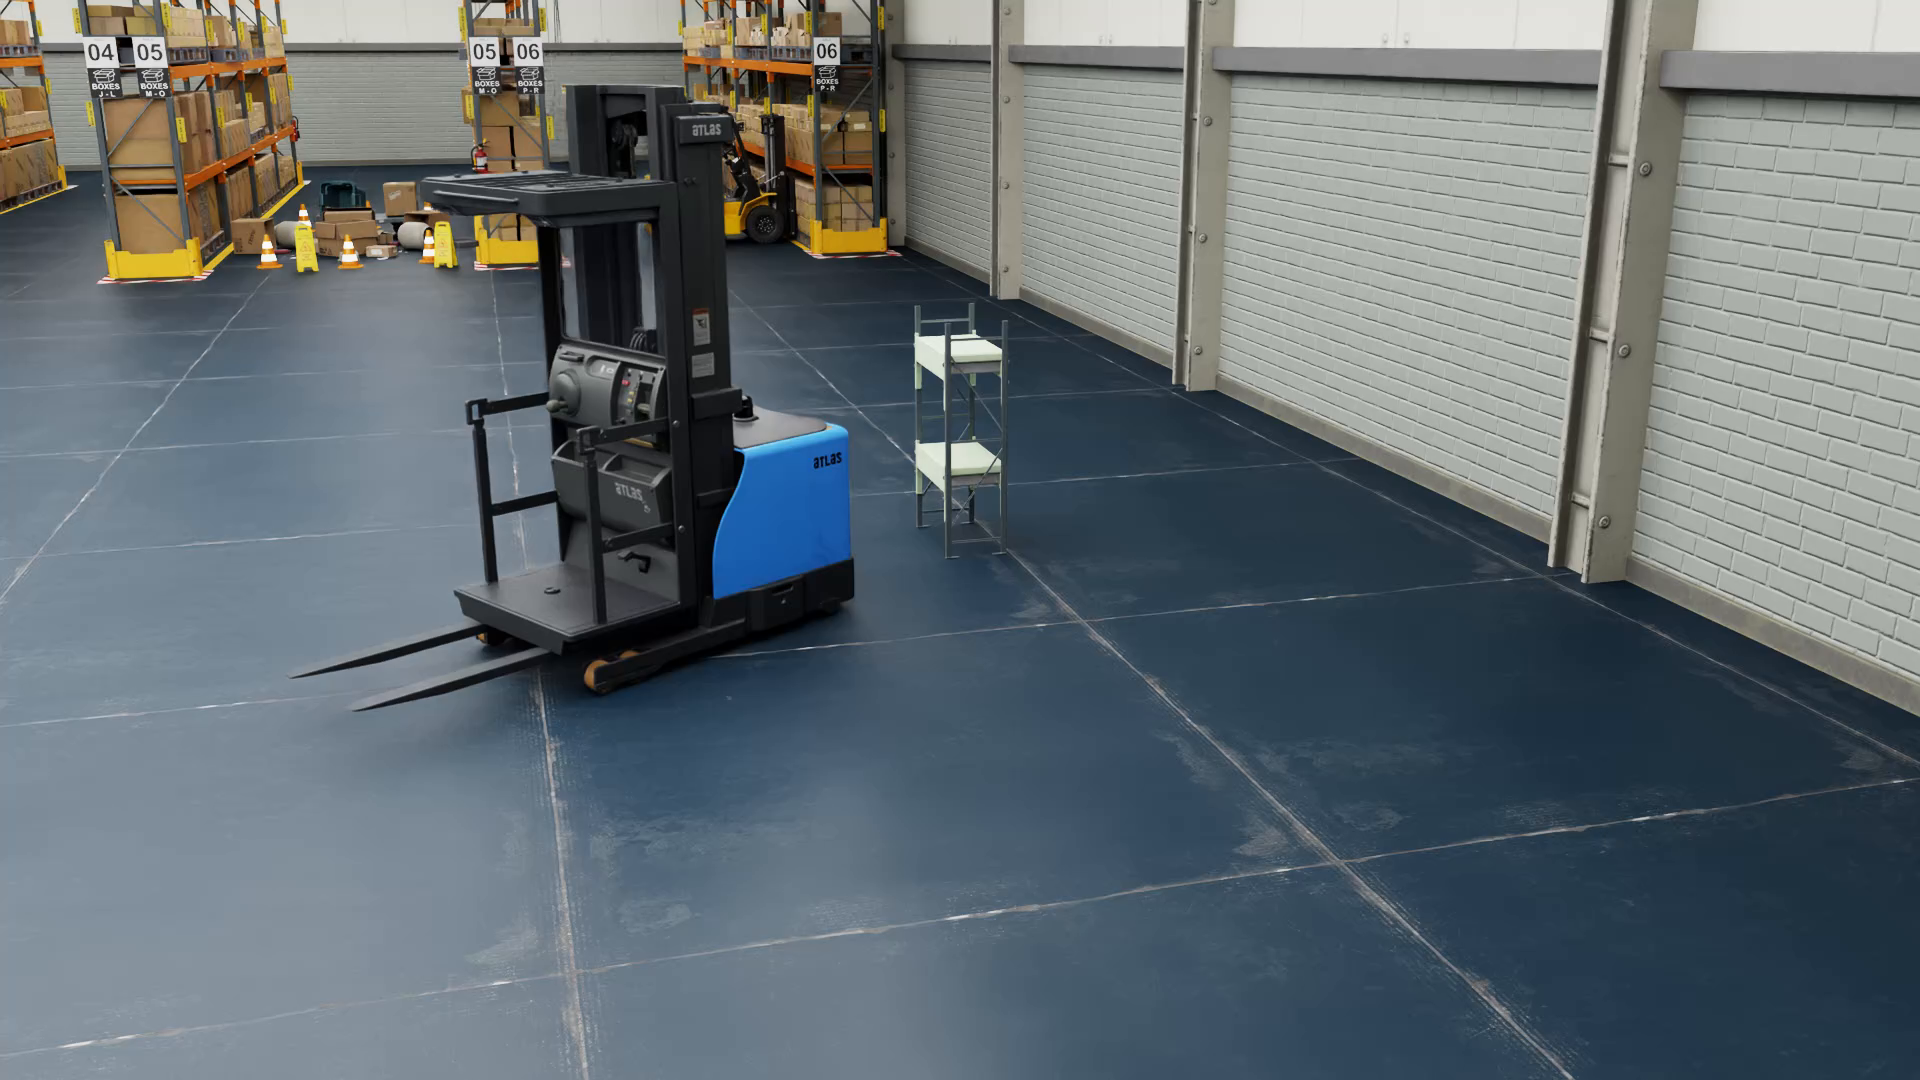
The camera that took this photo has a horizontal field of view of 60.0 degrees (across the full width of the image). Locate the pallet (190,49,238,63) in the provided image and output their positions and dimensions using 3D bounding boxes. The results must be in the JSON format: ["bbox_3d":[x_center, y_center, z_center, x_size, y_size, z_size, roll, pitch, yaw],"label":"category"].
[{"bbox_3d":[-12.901,-8.217,28.209,1.003,0.211,1.213,-4,17,-13],"label":"pallet"}]

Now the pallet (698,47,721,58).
[{"bbox_3d":[-4.923,-10.434,35.587,1.213,0.211,1.003,-5,17,-15],"label":"pallet"}]

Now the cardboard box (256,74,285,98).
[{"bbox_3d":[-14.982,-9.846,36.088,0.500,0.500,0.500,-4,17,-12],"label":"cardboard box"}]

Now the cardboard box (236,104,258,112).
[{"bbox_3d":[-13.960,-8.444,32.522,0.380,0.149,0.250,-5,18,-17],"label":"cardboard box"}]

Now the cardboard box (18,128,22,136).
[{"bbox_3d":[-19.315,-8.302,33.814,0.380,0.149,0.250,-5,17,-17],"label":"cardboard box"}]

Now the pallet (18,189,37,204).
[{"bbox_3d":[-19.469,-6.978,33.814,1.003,0.211,1.213,-5,17,-15],"label":"pallet"}]

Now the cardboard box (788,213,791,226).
[{"bbox_3d":[-2.591,-5.363,27.641,0.500,0.250,0.500,-4,17,-13],"label":"cardboard box"}]

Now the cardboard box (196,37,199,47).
[{"bbox_3d":[-11.720,-7.526,25.111,0.380,0.149,0.250,-5,17,-15],"label":"cardboard box"}]

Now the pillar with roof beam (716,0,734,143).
[{"bbox_3d":[-10.148,-13.730,41.018,9.100,9.000,0.400,-5,17,-15],"label":"pillar with roof beam"}]

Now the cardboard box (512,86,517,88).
[{"bbox_3d":[-8.608,-8.456,31.977,0.500,0.500,0.500,-5,18,-17],"label":"cardboard box"}]

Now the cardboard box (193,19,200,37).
[{"bbox_3d":[-11.819,-7.748,25.159,0.500,0.250,0.500,-5,17,-15],"label":"cardboard box"}]

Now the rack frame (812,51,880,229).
[{"bbox_3d":[-1.737,-5.954,25.560,1.000,3.000,0.127,-5,17,-15],"label":"rack frame"}]

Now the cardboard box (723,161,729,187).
[{"bbox_3d":[-4.693,-7.697,34.977,0.500,0.500,0.500,-5,18,-17],"label":"cardboard box"}]

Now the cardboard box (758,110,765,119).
[{"bbox_3d":[-3.448,-7.700,30.071,0.380,0.149,0.250,-5,18,-17],"label":"cardboard box"}]

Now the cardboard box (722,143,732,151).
[{"bbox_3d":[-5.075,-8.542,36.146,0.380,0.149,0.250,-6,18,-18],"label":"cardboard box"}]

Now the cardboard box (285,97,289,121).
[{"bbox_3d":[-15.130,-9.511,36.709,0.500,0.500,0.500,-5,17,-16],"label":"cardboard box"}]

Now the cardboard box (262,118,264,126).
[{"bbox_3d":[-14.166,-8.376,33.328,0.380,0.149,0.250,-5,17,-15],"label":"cardboard box"}]

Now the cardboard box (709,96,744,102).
[{"bbox_3d":[-4.975,-9.228,35.554,0.700,0.500,0.500,-5,17,-15],"label":"cardboard box"}]

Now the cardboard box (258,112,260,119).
[{"bbox_3d":[-14.020,-8.373,32.801,0.380,0.149,0.250,-5,18,-17],"label":"cardboard box"}]

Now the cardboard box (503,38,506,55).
[{"bbox_3d":[-6.685,-7.509,25.266,0.500,0.250,0.500,-4,17,-14],"label":"cardboard box"}]

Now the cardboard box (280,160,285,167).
[{"bbox_3d":[-14.838,-8.127,35.986,0.380,0.149,0.250,-5,17,-15],"label":"cardboard box"}]

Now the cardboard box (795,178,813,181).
[{"bbox_3d":[-2.590,-5.840,27.493,0.500,0.250,0.500,-5,17,-16],"label":"cardboard box"}]

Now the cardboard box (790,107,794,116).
[{"bbox_3d":[-2.604,-7.100,27.556,0.380,0.149,0.250,-5,17,-15],"label":"cardboard box"}]

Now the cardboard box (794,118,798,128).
[{"bbox_3d":[-2.478,-6.739,26.873,0.380,0.149,0.250,-5,17,-15],"label":"cardboard box"}]

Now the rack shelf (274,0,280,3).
[{"bbox_3d":[-15.088,-11.541,34.987,1.077,0.370,4.000,-5,17,-15],"label":"rack shelf"}]

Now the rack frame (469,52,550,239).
[{"bbox_3d":[-6.509,-5.561,24.250,1.000,3.000,0.127,-5,17,-15],"label":"rack frame"}]

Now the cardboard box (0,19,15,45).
[{"bbox_3d":[-19.758,-10.347,33.891,0.700,0.500,0.500,-4,17,-13],"label":"cardboard box"}]

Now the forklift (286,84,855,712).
[{"bbox_3d":[-1.981,-0.795,8.505,1.130,2.935,3.031,15,22,41],"label":"forklift"}]

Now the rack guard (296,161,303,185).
[{"bbox_3d":[-15.616,-8.349,37.878,1.175,0.500,0.348,-5,17,-15],"label":"rack guard"}]

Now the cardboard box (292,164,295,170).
[{"bbox_3d":[-15.218,-8.422,37.484,0.380,0.149,0.250,-5,17,-17],"label":"cardboard box"}]

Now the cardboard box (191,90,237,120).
[{"bbox_3d":[-13.325,-7.756,29.647,0.700,0.500,0.500,-5,17,-16],"label":"cardboard box"}]

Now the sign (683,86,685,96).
[{"bbox_3d":[-6.656,-10.752,40.026,0.100,0.325,0.005,-5,17,-15],"label":"sign"}]

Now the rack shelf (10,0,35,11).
[{"bbox_3d":[-19.884,-10.987,33.832,1.077,0.370,4.000,-5,17,-15],"label":"rack shelf"}]

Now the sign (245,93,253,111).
[{"bbox_3d":[-12.906,-7.954,30.204,0.100,0.325,0.005,-5,17,-15],"label":"sign"}]

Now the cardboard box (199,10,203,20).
[{"bbox_3d":[-11.932,-8.119,25.700,0.380,0.149,0.250,-5,17,-16],"label":"cardboard box"}]

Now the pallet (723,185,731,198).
[{"bbox_3d":[-4.436,-7.378,35.147,1.003,0.211,1.213,-5,17,-15],"label":"pallet"}]

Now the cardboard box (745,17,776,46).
[{"bbox_3d":[-3.691,-9.399,30.738,0.500,0.500,0.500,-4,17,-14],"label":"cardboard box"}]

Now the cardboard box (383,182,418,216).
[{"bbox_3d":[-9.311,-5.684,27.688,0.500,0.500,0.500,-5,17,-15],"label":"cardboard box"}]

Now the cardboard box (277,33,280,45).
[{"bbox_3d":[-15.124,-10.923,36.278,0.500,0.250,0.500,-5,17,-17],"label":"cardboard box"}]

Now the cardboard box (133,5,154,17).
[{"bbox_3d":[-11.026,-7.206,22.660,0.380,0.149,0.250,-5,17,-15],"label":"cardboard box"}]

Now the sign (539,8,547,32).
[{"bbox_3d":[-5.987,-7.459,23.836,0.100,0.325,0.005,-5,17,-15],"label":"sign"}]

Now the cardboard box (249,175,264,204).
[{"bbox_3d":[-13.388,-6.574,31.239,0.500,0.500,0.500,-5,18,-18],"label":"cardboard box"}]

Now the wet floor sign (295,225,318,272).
[{"bbox_3d":[-9.328,-4.162,23.687,0.267,0.644,0.232,-8,18,-25],"label":"wet floor sign"}]

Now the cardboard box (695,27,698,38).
[{"bbox_3d":[-5.684,-11.421,37.421,0.500,0.250,0.500,-4,17,-14],"label":"cardboard box"}]

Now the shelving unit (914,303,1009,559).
[{"bbox_3d":[0.002,-0.716,10.730,0.431,1.500,0.755,-5,17,-15],"label":"shelving unit"}]

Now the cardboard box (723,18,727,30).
[{"bbox_3d":[-4.885,-11.100,35.774,0.396,0.266,0.258,-5,17,-16],"label":"cardboard box"}]

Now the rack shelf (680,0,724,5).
[{"bbox_3d":[-5.584,-12.354,37.693,1.077,0.370,4.000,-5,17,-15],"label":"rack shelf"}]

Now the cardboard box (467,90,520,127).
[{"bbox_3d":[-6.859,-6.354,24.462,0.700,0.500,0.500,-5,17,-17],"label":"cardboard box"}]

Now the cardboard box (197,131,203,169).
[{"bbox_3d":[-11.776,-5.771,24.689,0.875,0.550,0.500,-5,17,-15],"label":"cardboard box"}]

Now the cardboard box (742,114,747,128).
[{"bbox_3d":[-3.912,-8.054,31.942,0.500,0.250,0.500,-4,17,-14],"label":"cardboard box"}]

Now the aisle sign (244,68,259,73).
[{"bbox_3d":[-15.946,-10.809,37.202,0.394,0.787,0.004,-5,17,-15],"label":"aisle sign"}]

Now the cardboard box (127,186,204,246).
[{"bbox_3d":[-11.734,-4.751,24.516,0.875,0.875,0.875,-5,17,-16],"label":"cardboard box"}]

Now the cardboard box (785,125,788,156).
[{"bbox_3d":[-2.666,-6.682,27.811,0.500,0.500,0.500,-5,17,-16],"label":"cardboard box"}]

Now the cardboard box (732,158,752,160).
[{"bbox_3d":[-4.420,-7.671,33.764,0.380,0.149,0.250,-6,18,-18],"label":"cardboard box"}]

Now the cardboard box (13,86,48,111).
[{"bbox_3d":[-20.047,-9.519,35.867,0.500,0.500,0.500,-4,17,-15],"label":"cardboard box"}]
